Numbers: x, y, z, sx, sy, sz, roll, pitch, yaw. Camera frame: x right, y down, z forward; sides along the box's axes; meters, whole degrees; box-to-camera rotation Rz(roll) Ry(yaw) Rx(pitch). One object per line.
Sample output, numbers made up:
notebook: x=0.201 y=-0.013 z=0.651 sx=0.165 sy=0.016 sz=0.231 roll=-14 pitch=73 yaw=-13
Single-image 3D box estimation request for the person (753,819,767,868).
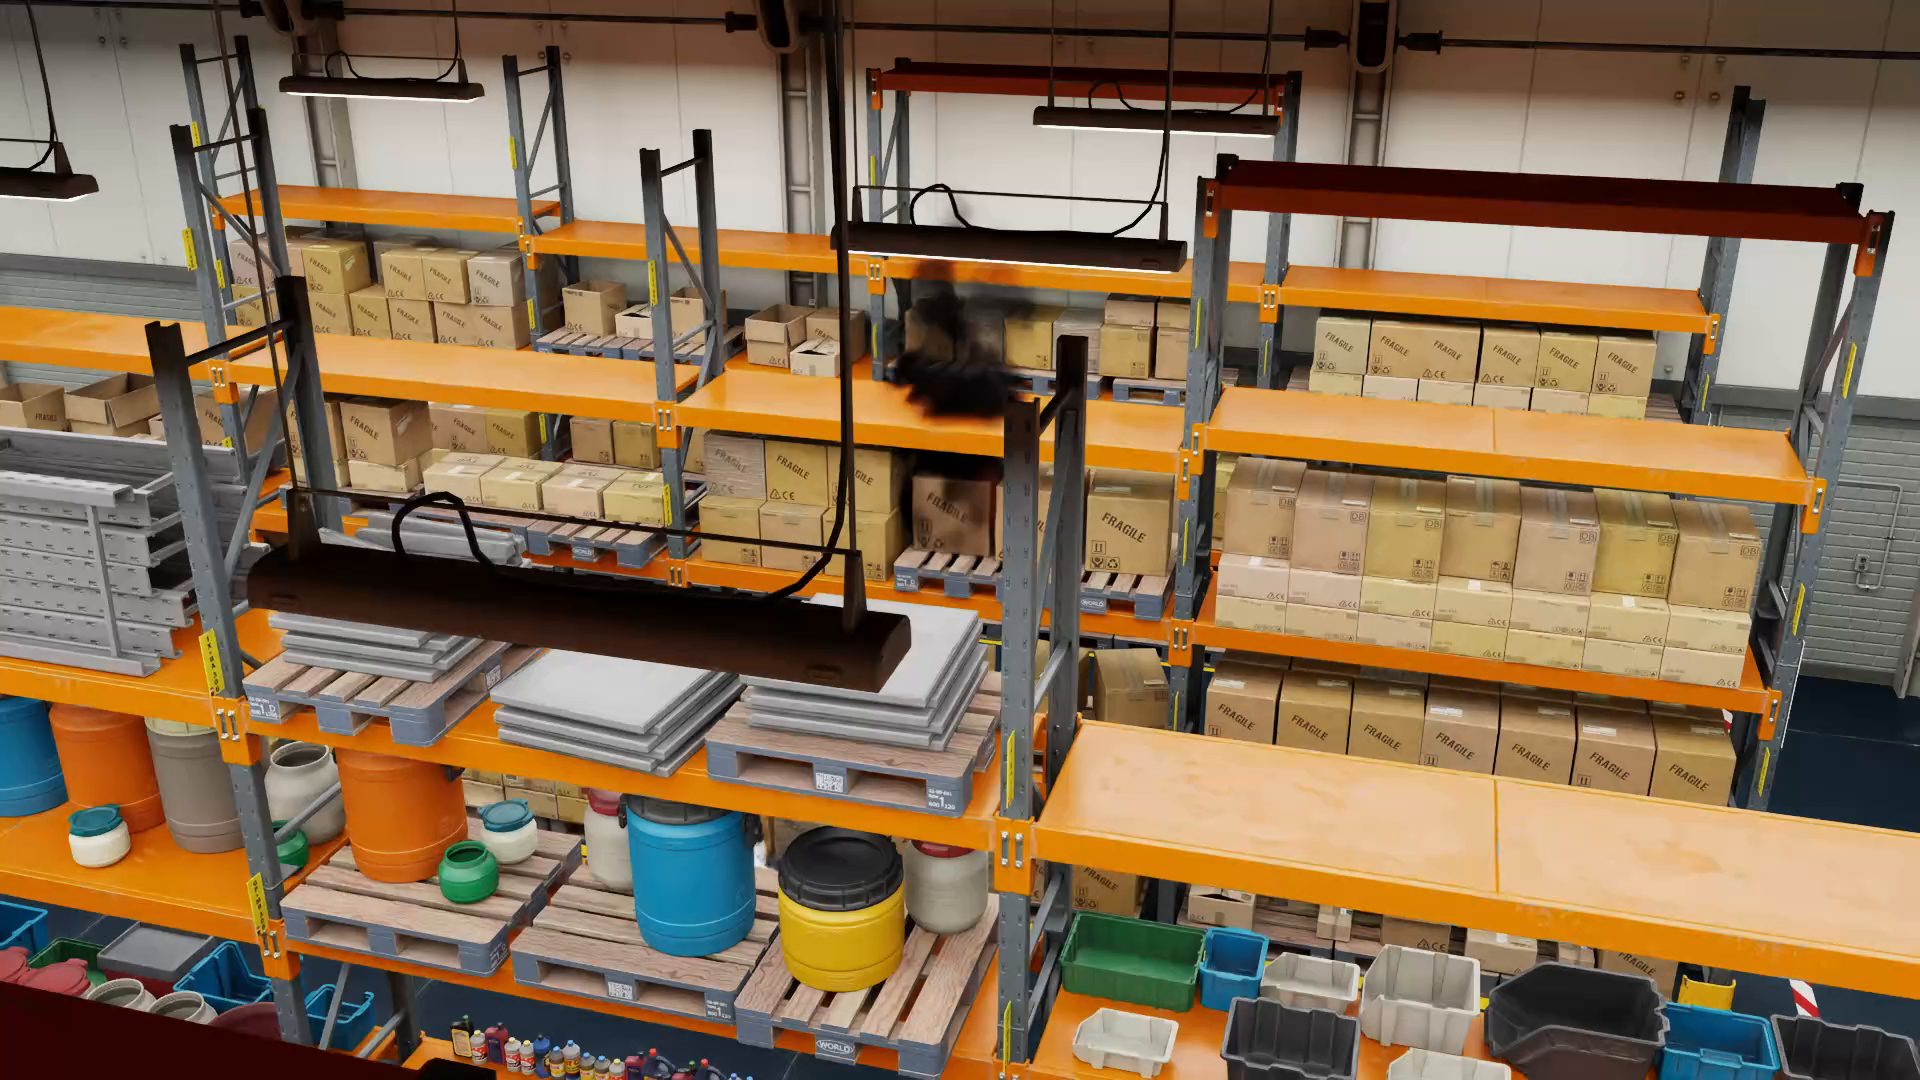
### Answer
person: x=-1.469 y=2.619 z=11.559 sx=0.829 sy=1.685 sz=0.608 roll=1 pitch=23 yaw=2
